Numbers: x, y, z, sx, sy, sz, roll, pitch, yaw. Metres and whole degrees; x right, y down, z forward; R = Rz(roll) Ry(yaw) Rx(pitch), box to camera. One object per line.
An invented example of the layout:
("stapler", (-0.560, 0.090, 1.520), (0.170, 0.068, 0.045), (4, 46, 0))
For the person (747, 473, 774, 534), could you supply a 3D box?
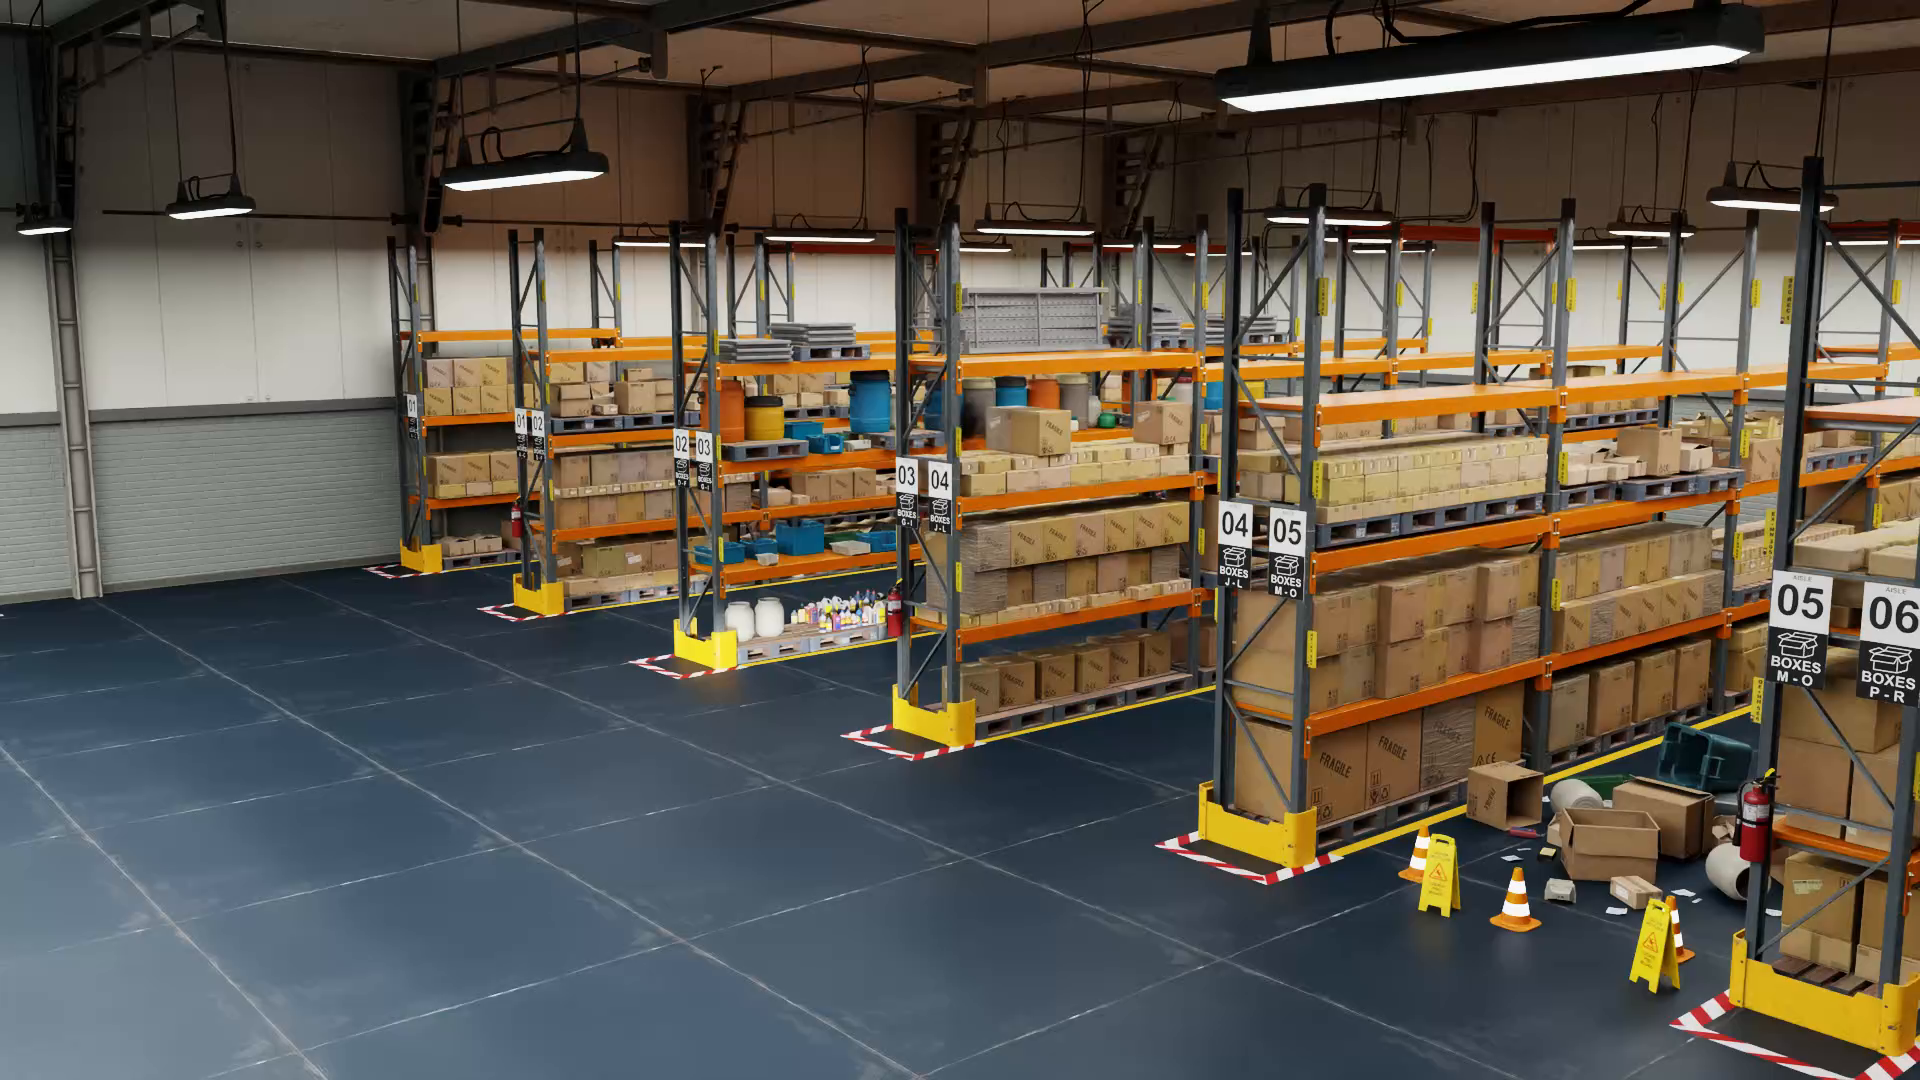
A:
("person", (-3.663, -0.430, 31.088), (0.570, 1.689, 0.688), (9, 12, 44))
